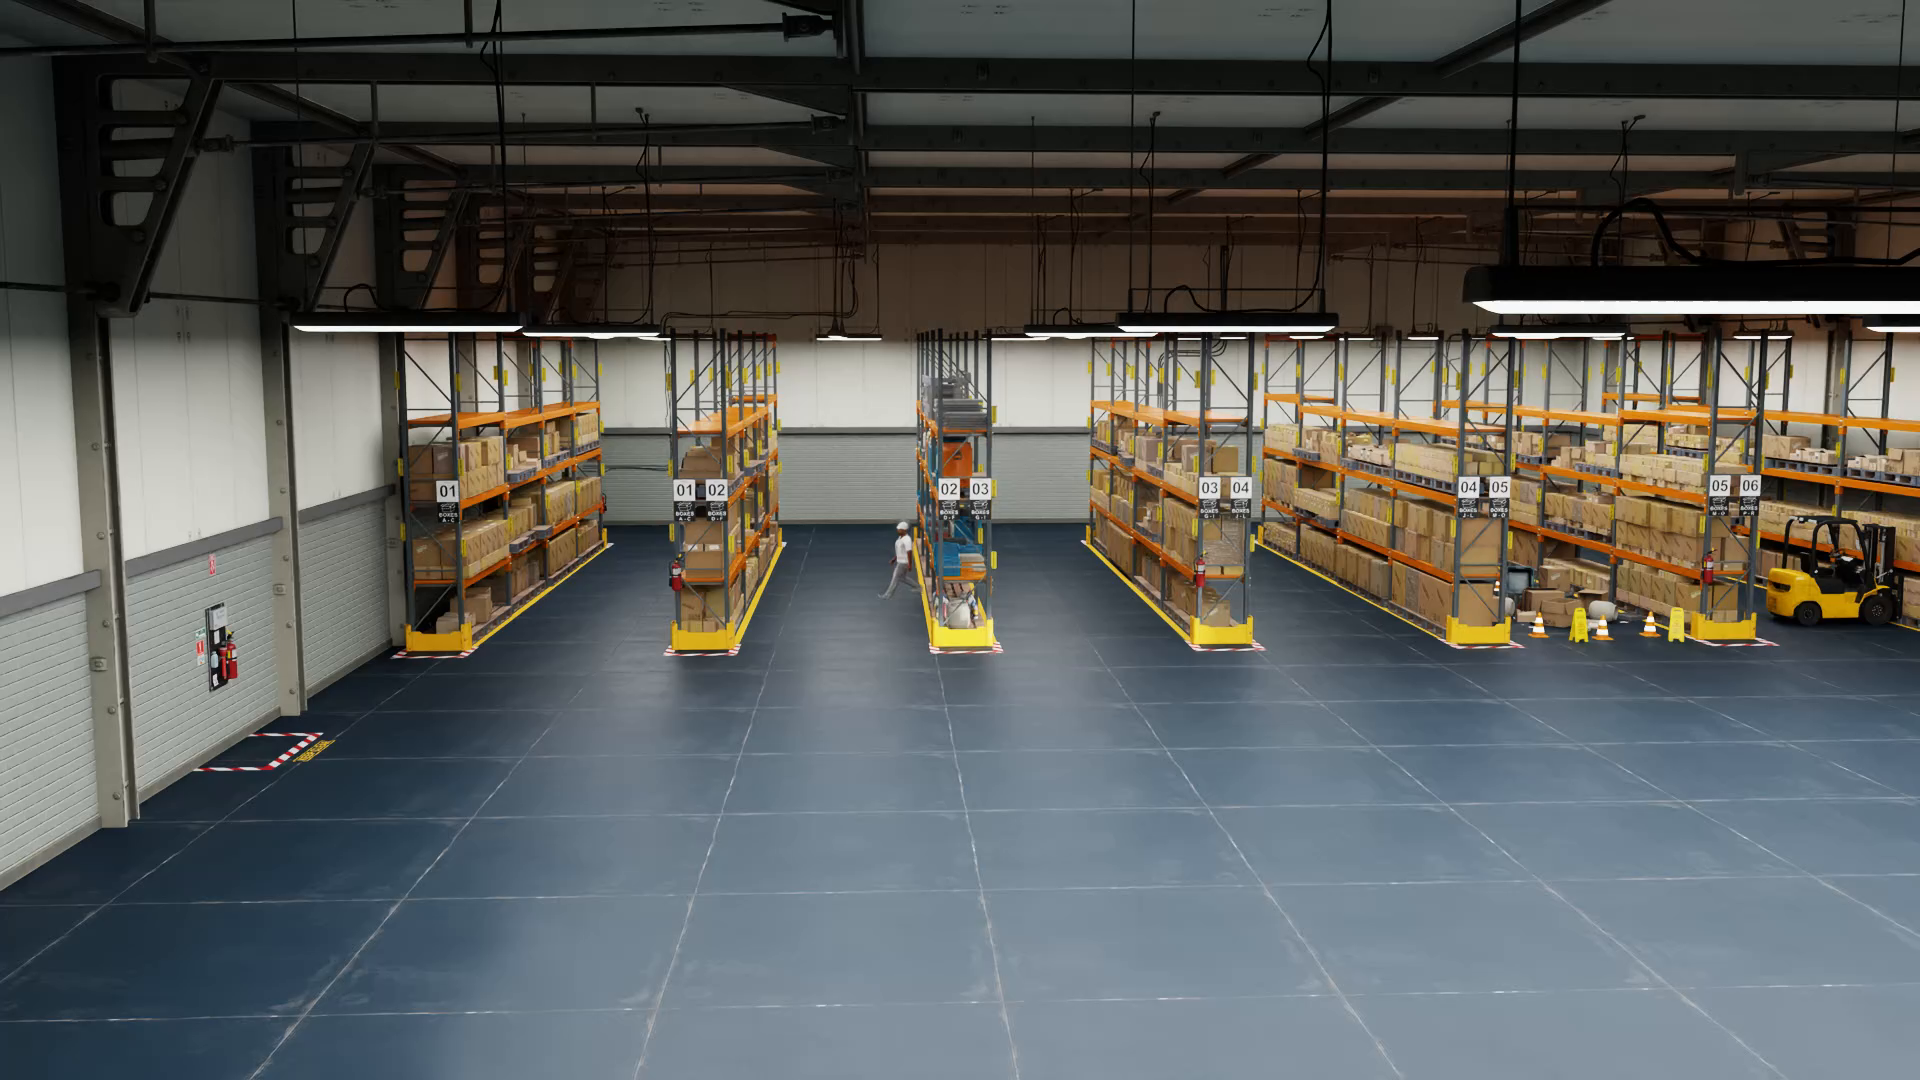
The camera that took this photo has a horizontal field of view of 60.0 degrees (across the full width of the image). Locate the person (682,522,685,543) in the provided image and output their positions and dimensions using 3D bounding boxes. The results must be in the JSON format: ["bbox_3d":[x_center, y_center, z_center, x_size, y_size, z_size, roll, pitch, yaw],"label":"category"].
[{"bbox_3d":[-7.586,-0.555,46.248,0.501,1.673,0.439,5,9,39],"label":"person"}]

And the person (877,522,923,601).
[{"bbox_3d":[-1.309,0.462,36.394,1.018,1.709,0.593,0,7,-4],"label":"person"}]

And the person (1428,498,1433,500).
[{"bbox_3d":[12.483,-0.283,43.978,0.487,1.686,0.421,-5,9,-38],"label":"person"}]
